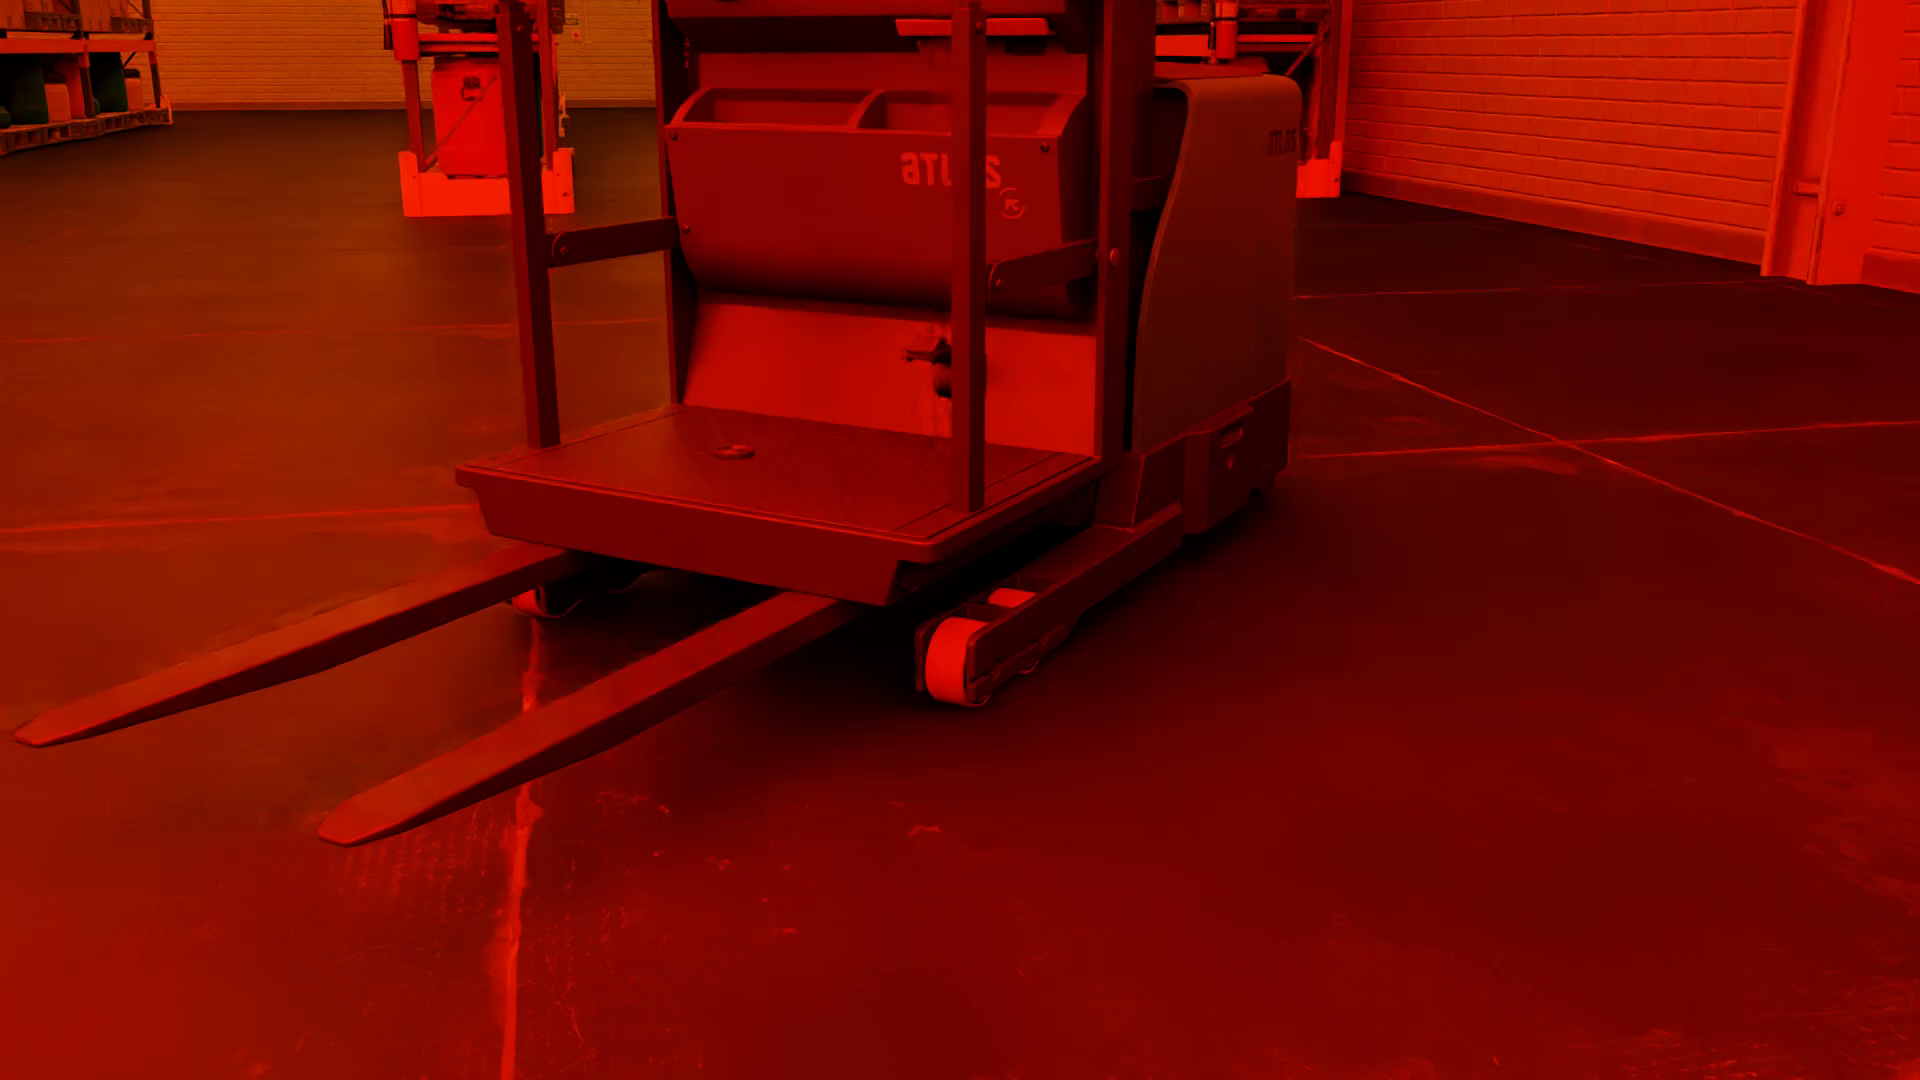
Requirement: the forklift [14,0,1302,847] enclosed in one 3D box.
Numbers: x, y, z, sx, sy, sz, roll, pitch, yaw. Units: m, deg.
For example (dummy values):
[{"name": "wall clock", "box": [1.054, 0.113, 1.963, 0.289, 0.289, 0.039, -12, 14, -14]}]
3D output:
[{"name": "forklift", "box": [-0.288, -1.248, 3.068, 1.130, 2.935, 3.031, 9, 19, 28]}]
